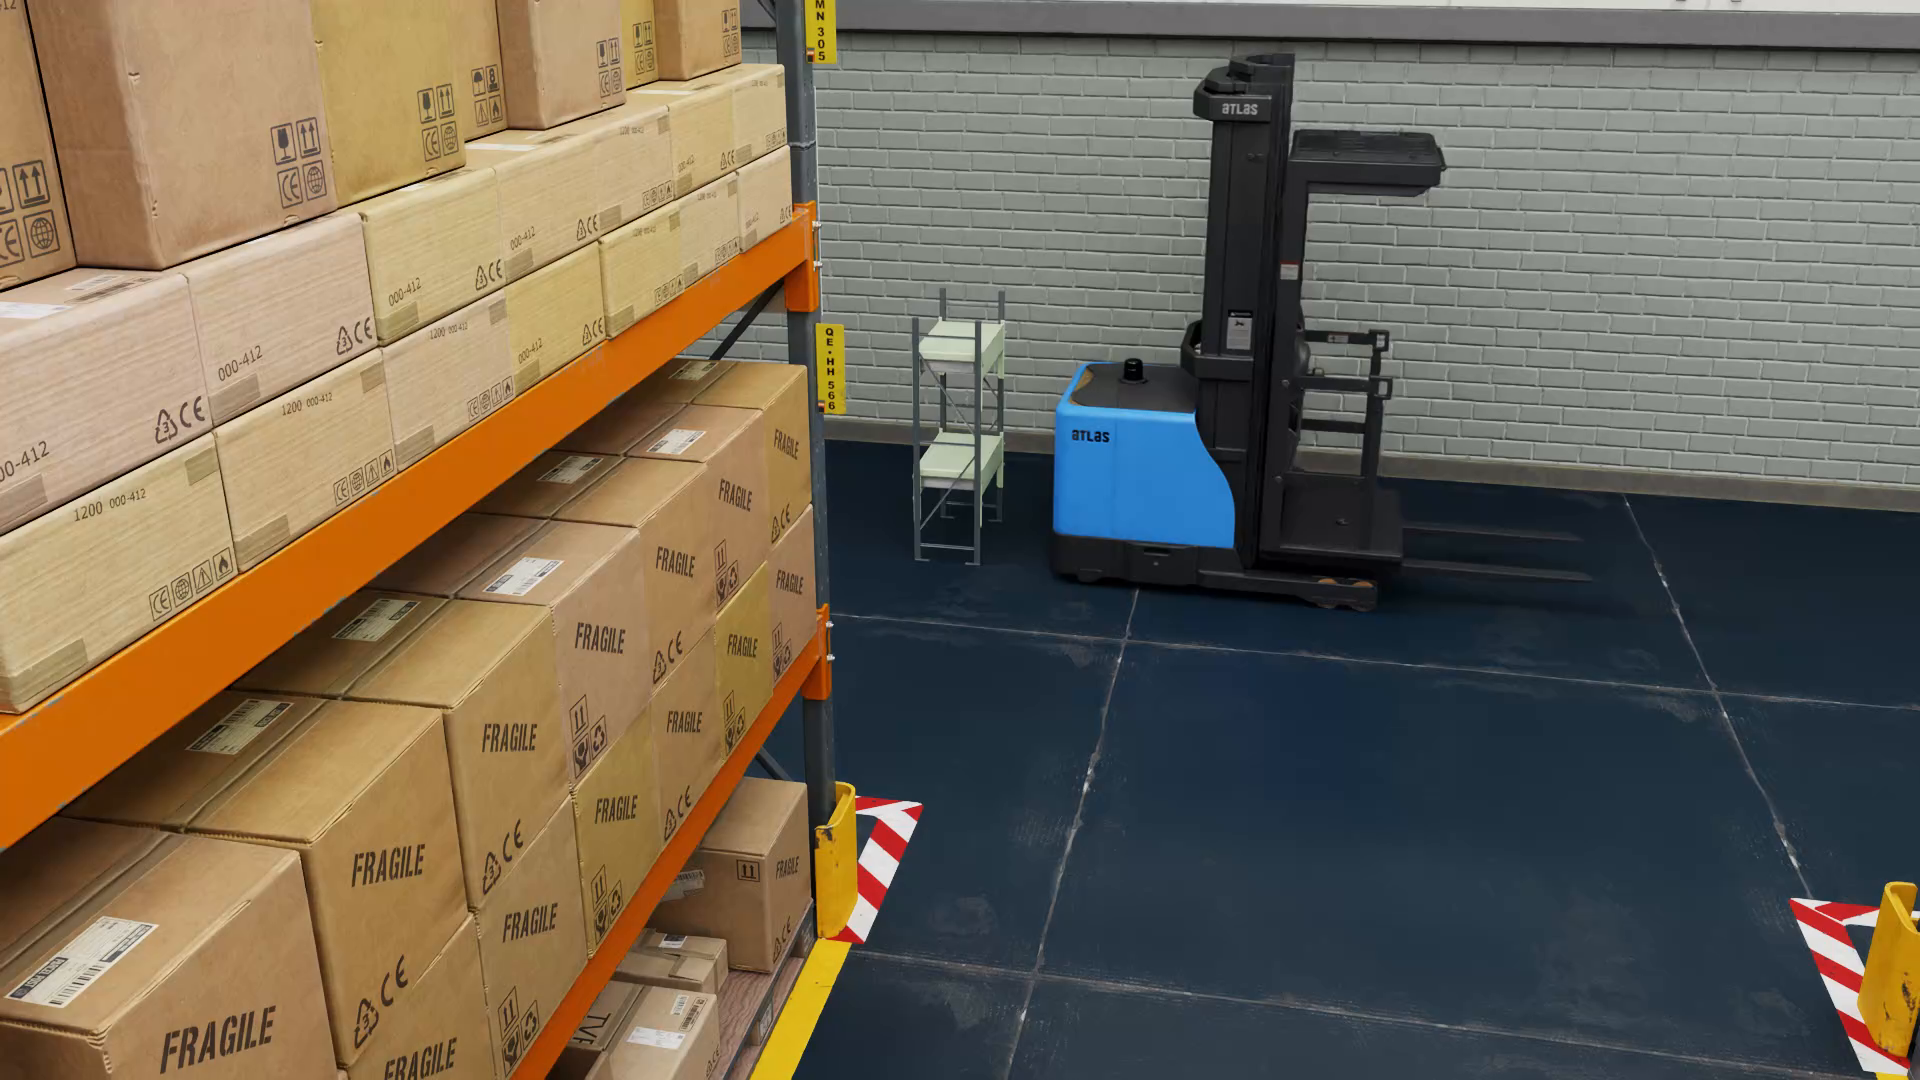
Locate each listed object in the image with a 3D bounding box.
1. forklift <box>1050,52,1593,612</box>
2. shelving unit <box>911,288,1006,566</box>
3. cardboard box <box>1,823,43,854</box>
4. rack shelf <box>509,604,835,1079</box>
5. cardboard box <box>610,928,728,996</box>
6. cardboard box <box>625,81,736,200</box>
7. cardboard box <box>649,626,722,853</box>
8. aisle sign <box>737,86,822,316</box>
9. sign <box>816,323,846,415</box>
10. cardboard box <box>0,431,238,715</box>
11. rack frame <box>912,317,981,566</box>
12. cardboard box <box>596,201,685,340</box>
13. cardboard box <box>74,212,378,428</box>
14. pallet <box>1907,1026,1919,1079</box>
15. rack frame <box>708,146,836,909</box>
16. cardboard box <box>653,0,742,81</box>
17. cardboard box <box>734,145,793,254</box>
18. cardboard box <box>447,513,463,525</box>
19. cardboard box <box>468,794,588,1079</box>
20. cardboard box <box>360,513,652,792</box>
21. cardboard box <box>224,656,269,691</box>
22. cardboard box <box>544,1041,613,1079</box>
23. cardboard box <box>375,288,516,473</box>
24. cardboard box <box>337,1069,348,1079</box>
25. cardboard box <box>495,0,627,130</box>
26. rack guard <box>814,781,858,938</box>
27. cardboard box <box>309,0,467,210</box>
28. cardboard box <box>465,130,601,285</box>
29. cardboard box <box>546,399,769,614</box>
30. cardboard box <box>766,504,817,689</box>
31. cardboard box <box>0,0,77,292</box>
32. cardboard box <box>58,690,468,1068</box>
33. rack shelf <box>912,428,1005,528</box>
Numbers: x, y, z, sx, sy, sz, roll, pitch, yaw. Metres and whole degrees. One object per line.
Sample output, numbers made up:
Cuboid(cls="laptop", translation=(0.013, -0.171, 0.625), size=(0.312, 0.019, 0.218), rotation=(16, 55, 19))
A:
Cuboid(cls="forklift", translation=(2.099, -1.174, 9.346), size=(3.031, 2.935, 1.130), rotation=(5, 22, 12))
Cuboid(cls="shelving unit", translation=(-0.001, -0.693, 10.067), size=(0.431, 1.500, 0.755), rotation=(4, 22, 11))
Cuboid(cls="cardboard box", translation=(-1.960, 0.781, 2.927), size=(0.500, 0.500, 0.500), rotation=(5, 22, 11))
Cuboid(cls="rack shelf", translation=(-1.402, 1.098, 4.575), size=(1.077, 0.370, 4.000), rotation=(4, 22, 11))
Cuboid(cls="cardboard box", translation=(-1.034, 1.502, 5.813), size=(0.380, 0.166, 0.250), rotation=(4, 22, 11))
Cuboid(cls="cardboard box", translation=(-0.951, -1.131, 4.662), size=(0.500, 0.250, 0.500), rotation=(4, 22, 11))
Cuboid(cls="cardboard box", translation=(-1.028, 0.543, 4.856), size=(0.500, 0.500, 0.500), rotation=(5, 22, 11))
Cuboid(cls="aisle sign", translation=(-0.680, -1.175, 5.775), size=(0.394, 0.787, 0.004), rotation=(4, 22, 11))
Cuboid(cls="sign", translation=(-0.455, -0.601, 5.858), size=(0.100, 0.325, 0.005), rotation=(4, 22, 11))
Cuboid(cls="cardboard box", translation=(-1.468, 0.015, 2.487), size=(0.500, 0.250, 0.500), rotation=(4, 22, 11))
Cuboid(cls="rack frame", translation=(-0.076, -0.559, 9.735), size=(0.400, 1.500, 0.023), rotation=(4, 22, 11))
Cuboid(cls="cardboard box", translation=(-1.042, -0.715, 4.299), size=(0.500, 0.250, 0.500), rotation=(4, 22, 11))
Cuboid(cls="cardboard box", translation=(-1.367, -0.400, 2.848), size=(0.500, 0.250, 0.500), rotation=(4, 22, 11))
Cuboid(cls="pallet", translation=(3.648, 2.004, 5.095), size=(1.003, 0.211, 1.213), rotation=(4, 22, 11))
Cuboid(cls="rack frame", translation=(-0.994, 0.033, 6.257), size=(1.000, 3.000, 0.127), rotation=(4, 22, 11))
Cuboid(cls="cardboard box", translation=(-1.083, -1.680, 5.021), size=(0.700, 0.500, 0.500), rotation=(4, 22, 11))
Cuboid(cls="cardboard box", translation=(-0.840, -1.081, 5.208), size=(0.500, 0.250, 0.500), rotation=(4, 22, 11))
Cuboid(cls="cardboard box", translation=(-1.549, 0.039, 4.769), size=(0.500, 0.500, 0.500), rotation=(5, 22, 12))
Cuboid(cls="cardboard box", translation=(-1.234, 0.913, 3.936), size=(0.500, 0.500, 0.500), rotation=(4, 22, 11))
Cuboid(cls="cardboard box", translation=(-1.124, 0.269, 4.198), size=(0.500, 0.500, 0.500), rotation=(5, 23, 13))
Cuboid(cls="cardboard box", translation=(-1.755, 0.409, 3.850), size=(0.500, 0.500, 0.500), rotation=(5, 22, 11))
Cuboid(cls="cardboard box", translation=(-1.432, 1.762, 4.716), size=(0.797, 0.503, 0.637), rotation=(4, 22, 11))
Cuboid(cls="cardboard box", translation=(-1.259, -0.350, 3.394), size=(0.500, 0.250, 0.500), rotation=(4, 22, 11))
Cuboid(cls="cardboard box", translation=(-1.439, 1.284, 3.017), size=(0.500, 0.500, 0.500), rotation=(5, 22, 12))
Cuboid(cls="cardboard box", translation=(-1.265, -1.312, 4.109), size=(0.700, 0.500, 0.500), rotation=(4, 22, 11))
Cuboid(cls="rack guard", translation=(-1.009, 1.220, 6.655), size=(1.175, 0.500, 0.348), rotation=(4, 22, 11))
Cuboid(cls="cardboard box", translation=(-1.411, -0.942, 3.190), size=(0.700, 0.500, 0.500), rotation=(4, 22, 11))
Cuboid(cls="cardboard box", translation=(-1.152, -0.765, 3.753), size=(0.500, 0.250, 0.500), rotation=(4, 22, 11))
Cuboid(cls="cardboard box", translation=(-0.918, -0.109, 5.136), size=(0.500, 0.500, 0.500), rotation=(5, 22, 12))
Cuboid(cls="cardboard box", translation=(-0.819, 0.171, 5.780), size=(0.500, 0.500, 0.500), rotation=(5, 23, 13))
Cuboid(cls="cardboard box", translation=(-1.748, -0.587, 2.307), size=(0.700, 0.500, 0.500), rotation=(4, 22, 11))
Cuboid(cls="cardboard box", translation=(-1.334, 0.646, 3.262), size=(0.500, 0.500, 0.500), rotation=(4, 22, 9))
Cuboid(cls="rack shelf", translation=(-0.001, -0.391, 10.189), size=(0.431, 0.370, 0.720), rotation=(4, 22, 11))
